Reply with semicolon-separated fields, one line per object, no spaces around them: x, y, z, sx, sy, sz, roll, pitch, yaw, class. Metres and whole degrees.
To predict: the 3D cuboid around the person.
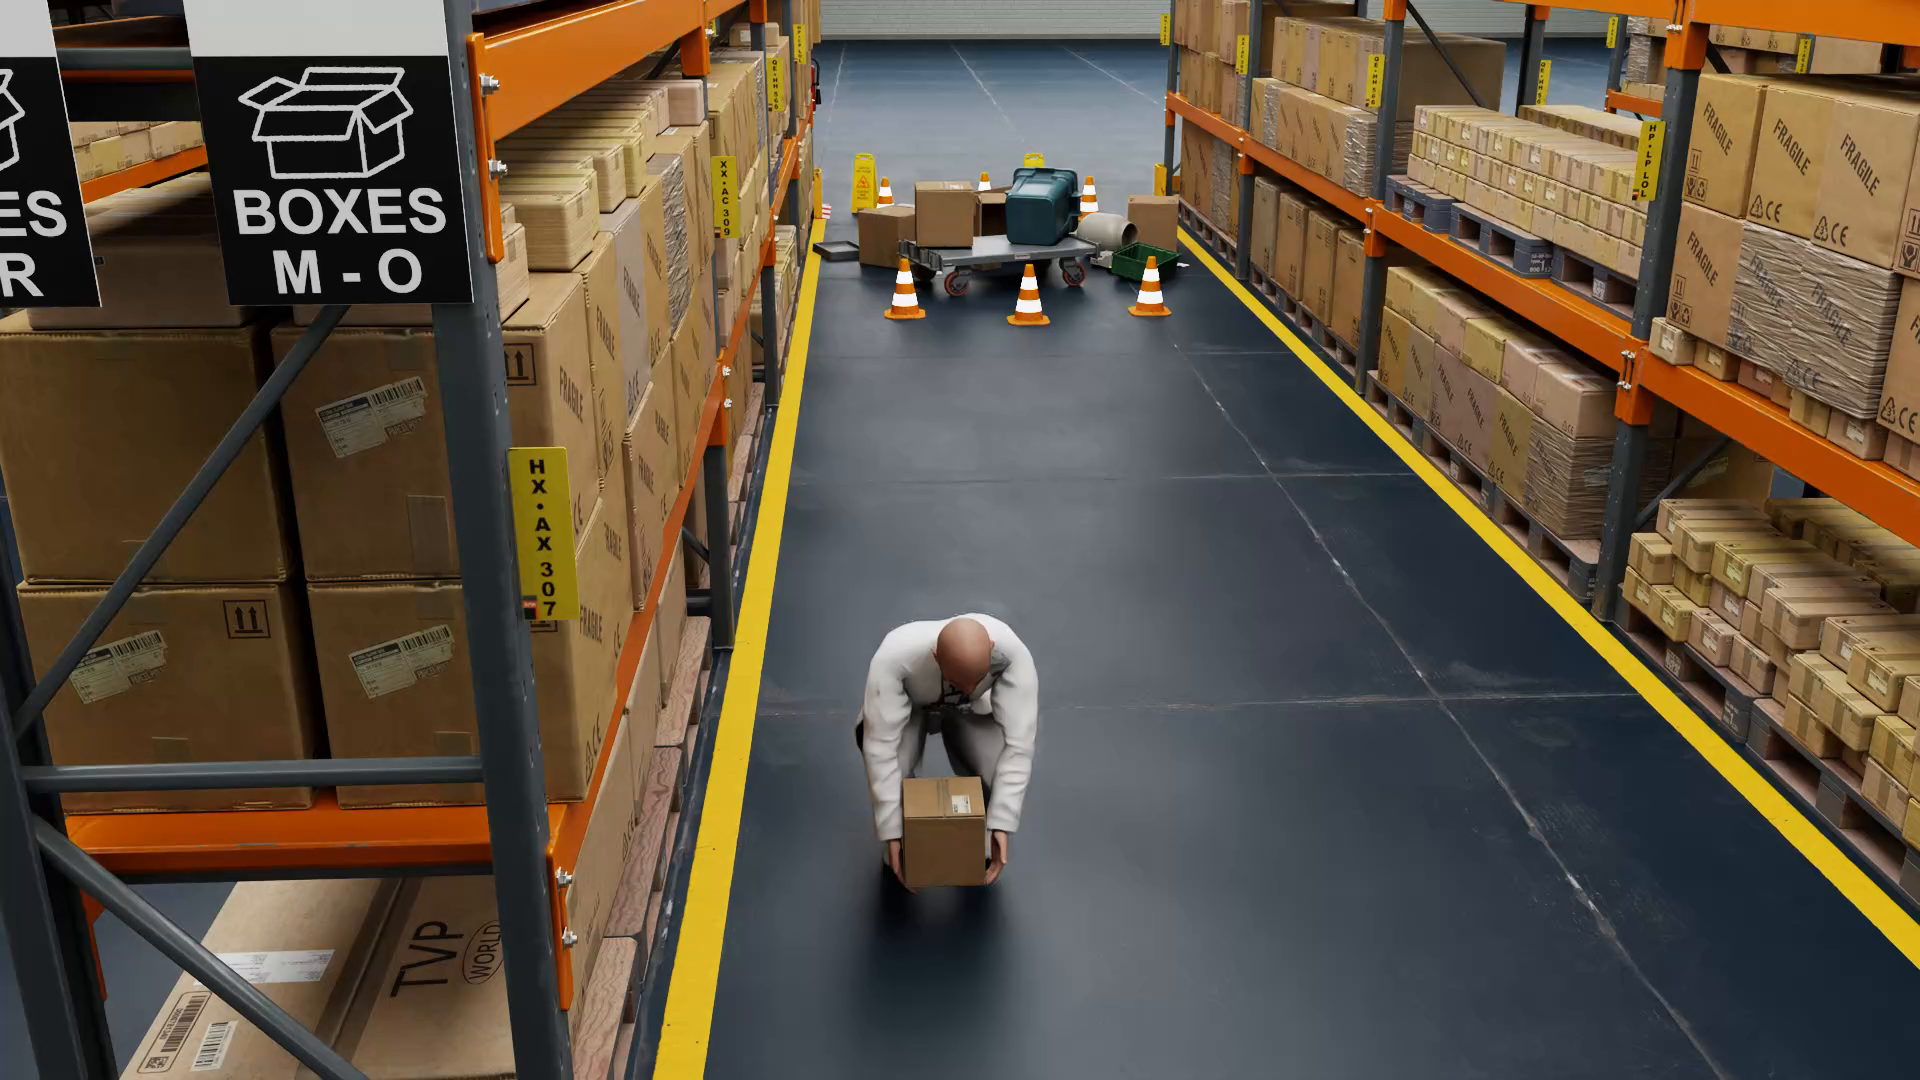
-0.052;0.627;5.518;0.609;1.002;0.911;-1;20;-3;person
